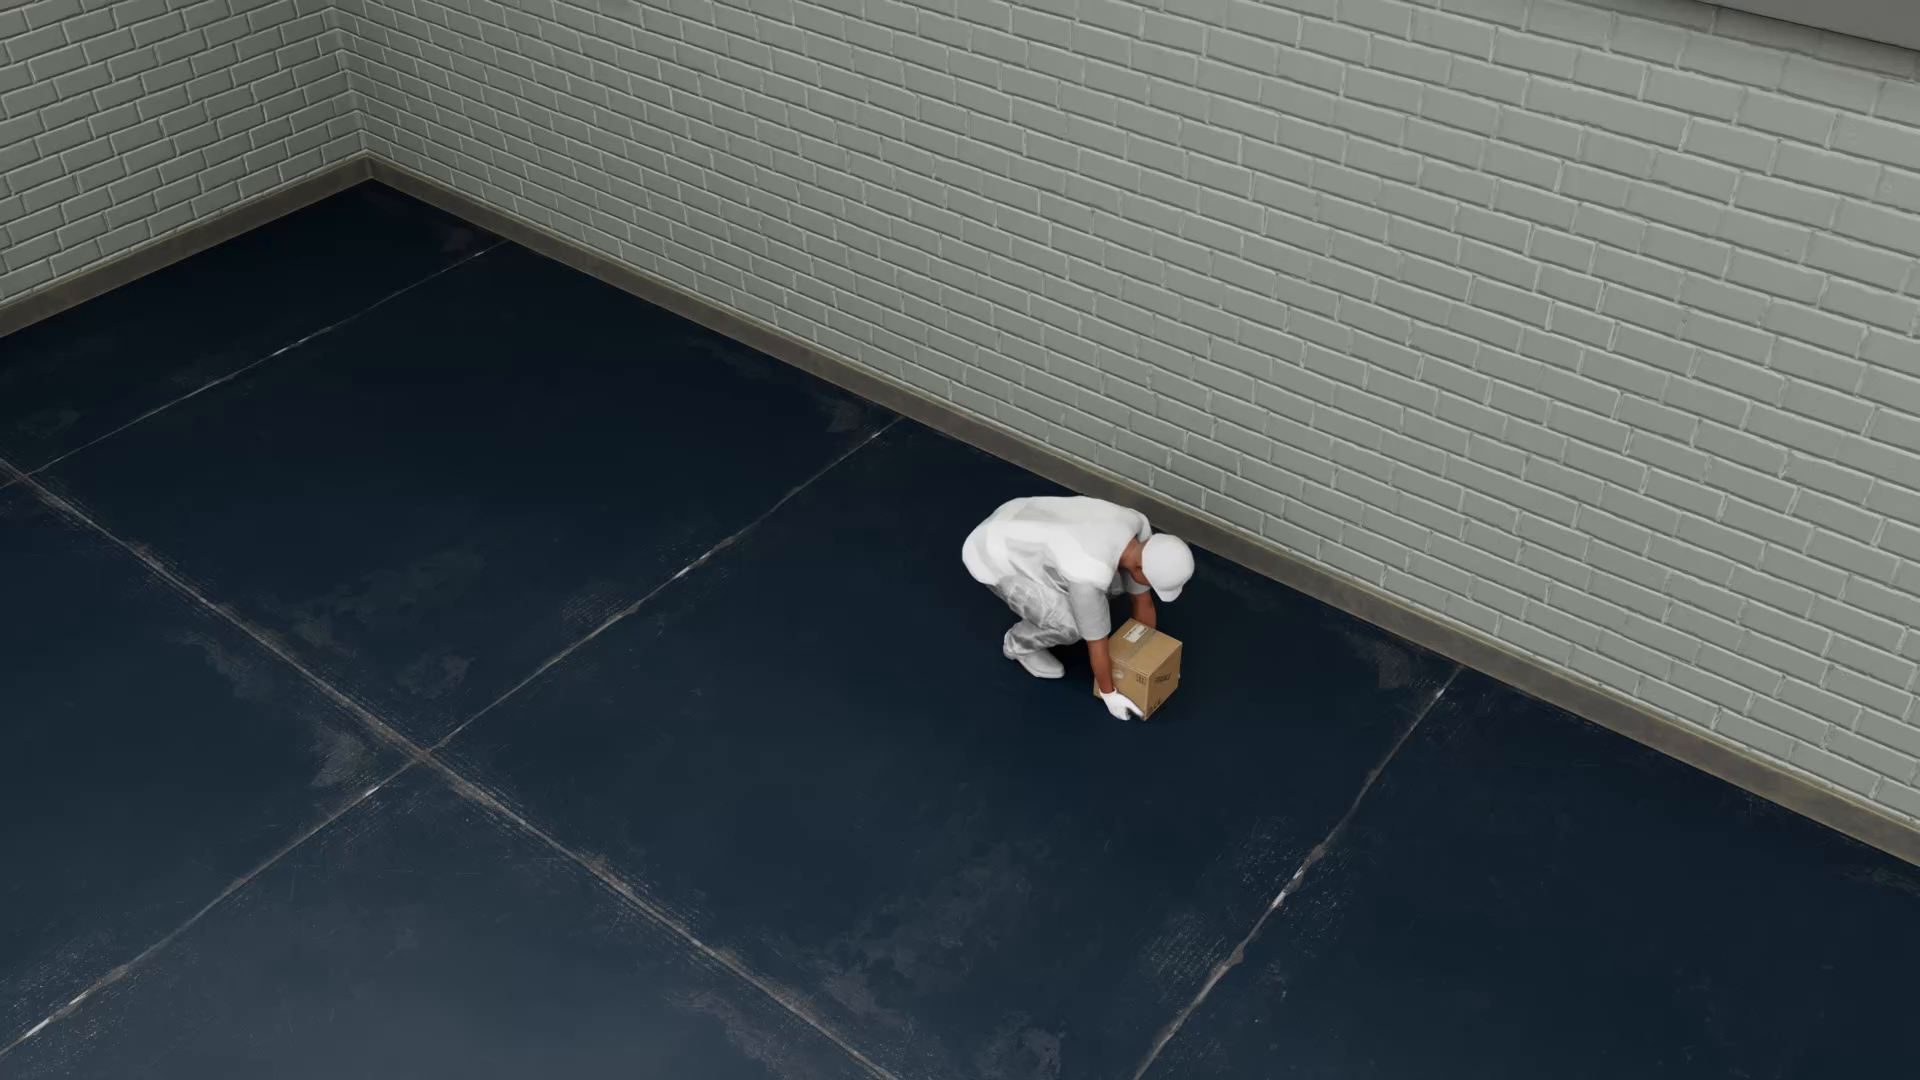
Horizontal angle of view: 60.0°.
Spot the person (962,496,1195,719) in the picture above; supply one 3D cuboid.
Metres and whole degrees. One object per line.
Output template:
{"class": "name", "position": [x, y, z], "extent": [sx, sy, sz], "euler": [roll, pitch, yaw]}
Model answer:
{"class": "person", "position": [0.485, 0.205, 6.738], "extent": [0.957, 0.850, 0.555], "euler": [25, 45, 28]}
